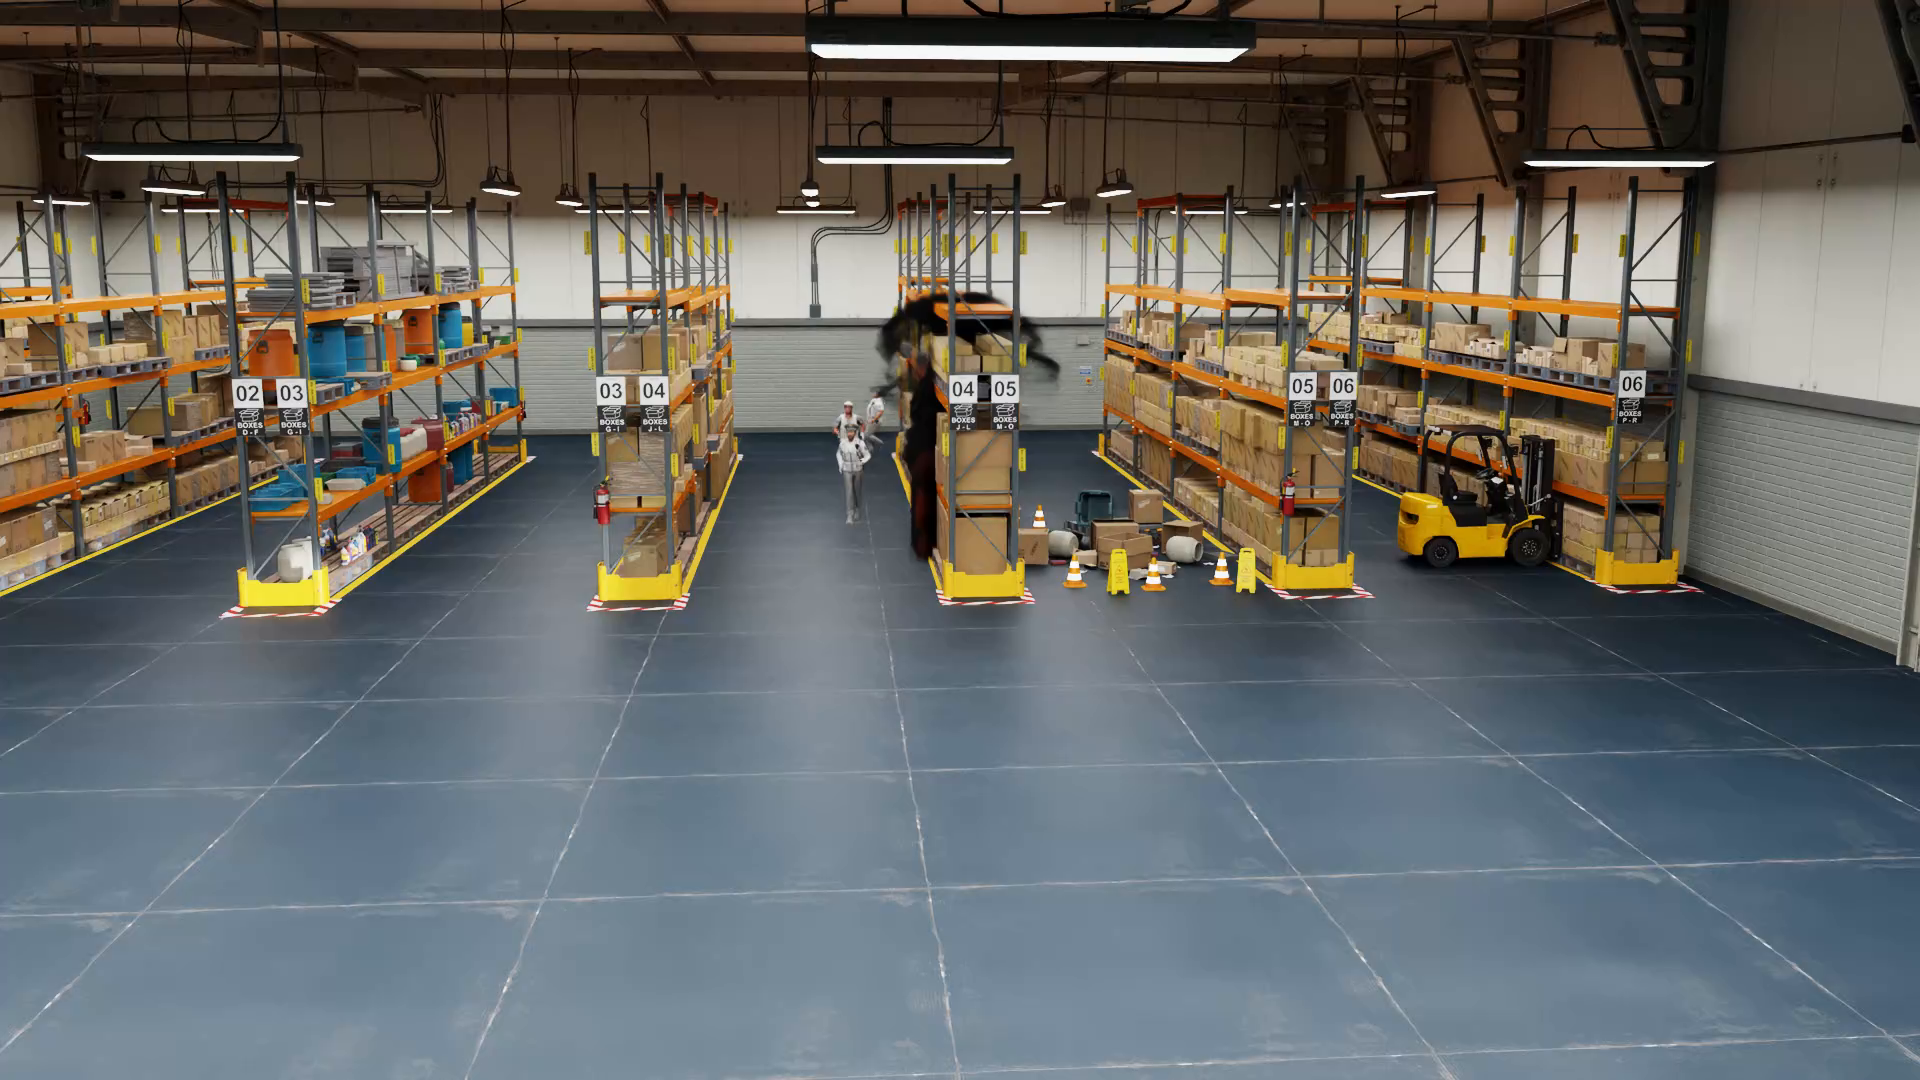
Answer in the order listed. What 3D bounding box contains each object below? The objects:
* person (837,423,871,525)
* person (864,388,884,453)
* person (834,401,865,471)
[{"bbox_3d":[-1.836,-1.164,28.669,0.608,1.721,0.769,0,10,3],"label":"person"},{"bbox_3d":[-2.097,-2.879,40.438,0.519,1.621,0.660,-3,11,-19],"label":"person"},{"bbox_3d":[-2.349,-2.079,35.432,0.670,1.757,0.927,-1,10,-3],"label":"person"}]
